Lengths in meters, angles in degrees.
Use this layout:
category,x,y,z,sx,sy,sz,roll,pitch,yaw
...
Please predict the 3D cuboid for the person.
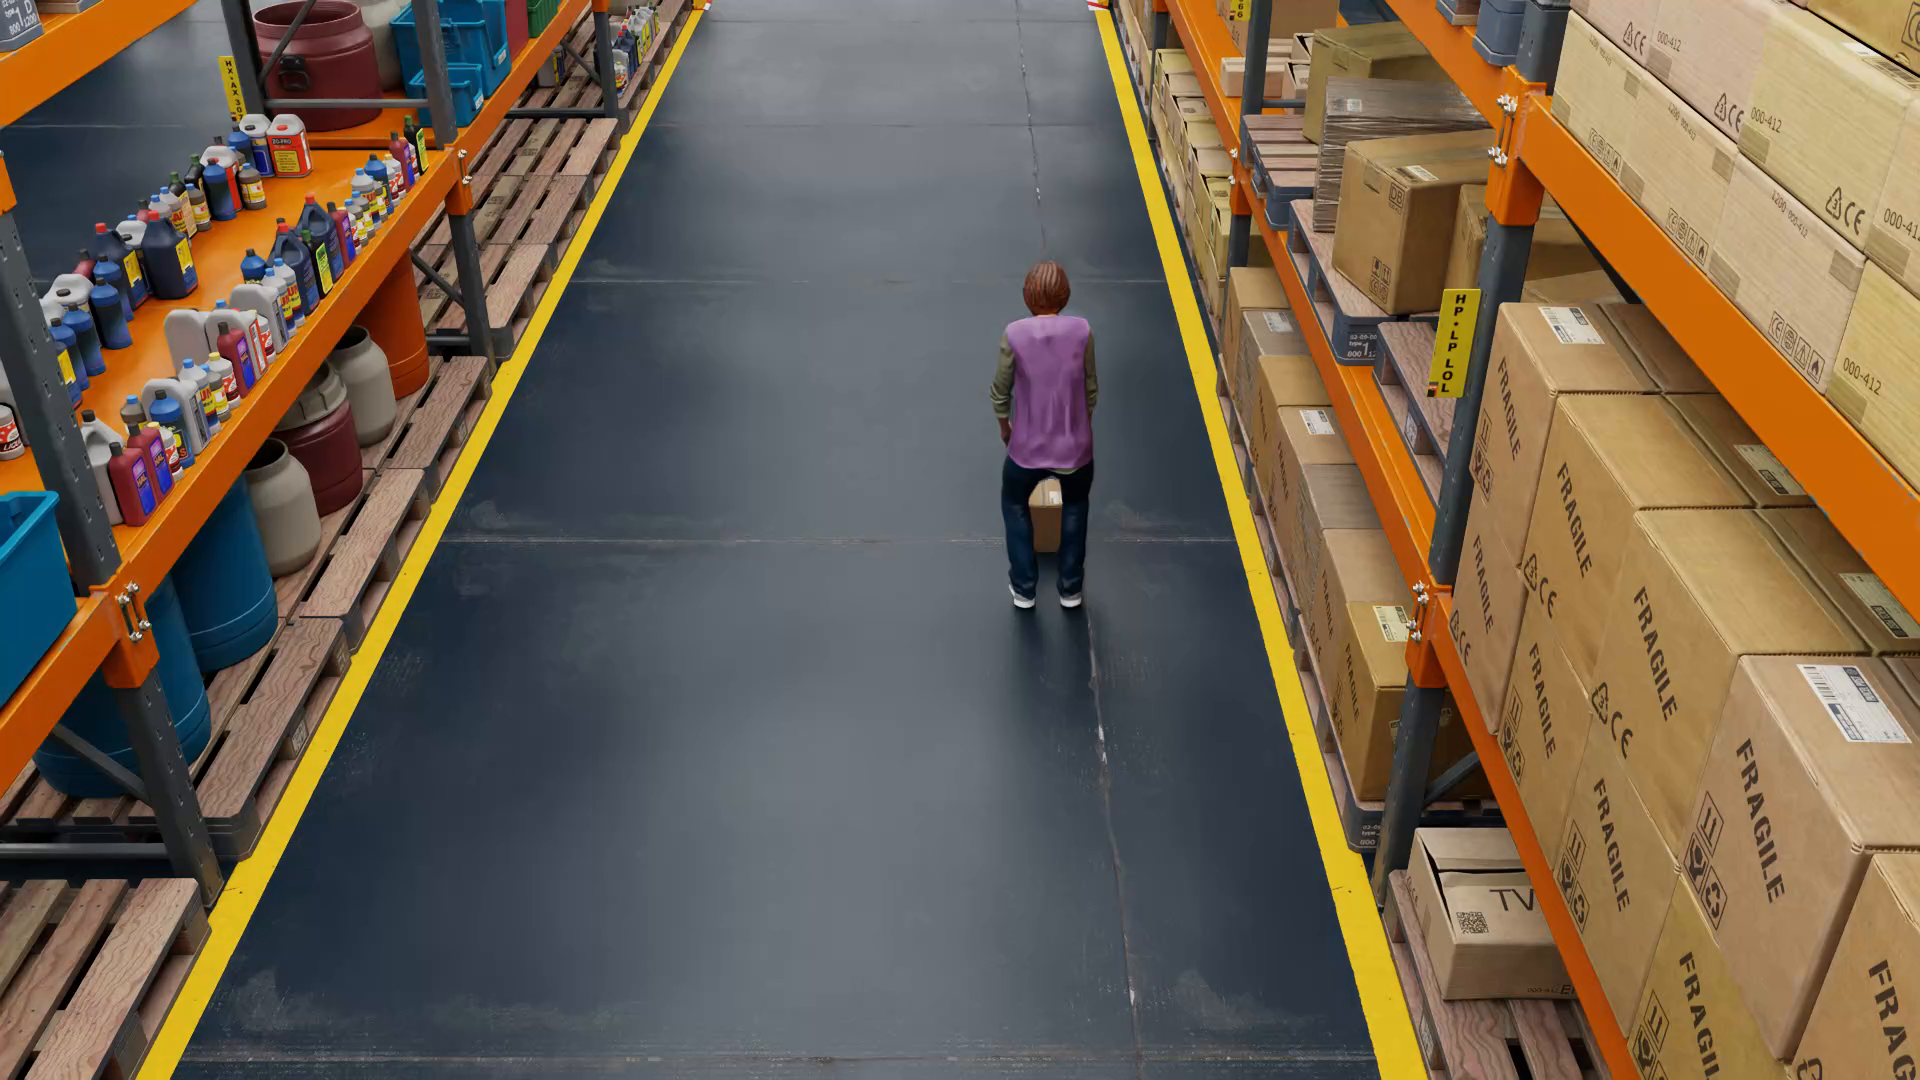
category,x,y,z,sx,sy,sz,roll,pitch,yaw
person,0.344,-0.290,6.898,0.444,1.302,0.362,1,32,1
